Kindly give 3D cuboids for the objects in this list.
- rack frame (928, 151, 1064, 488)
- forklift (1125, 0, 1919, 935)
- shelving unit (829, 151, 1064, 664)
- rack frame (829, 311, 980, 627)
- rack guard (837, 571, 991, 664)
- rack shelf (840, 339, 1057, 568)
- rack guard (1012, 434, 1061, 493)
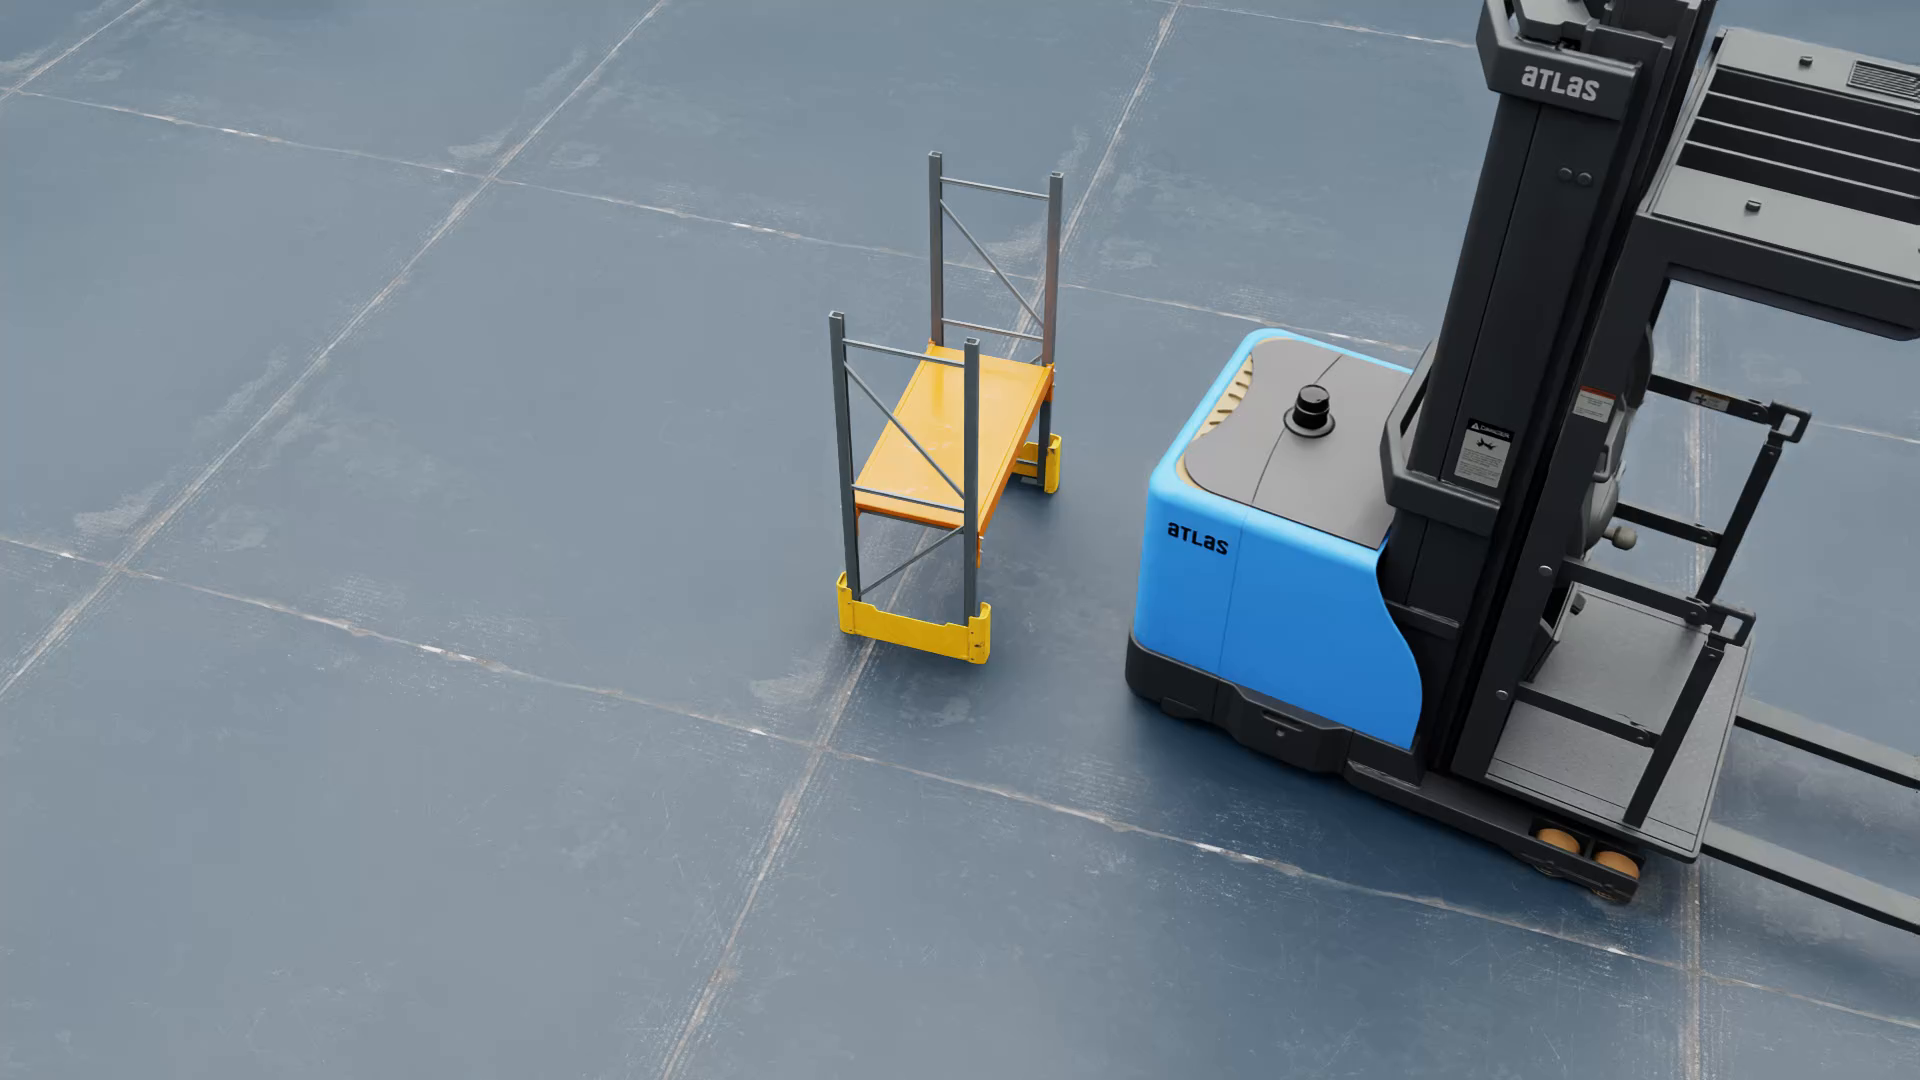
[{"bbox_3d":[0.128,-0.818,6.514,0.500,1.500,0.032,13,46,13],"label":"rack frame"},{"bbox_3d":[2.151,-0.282,4.942,3.031,2.935,1.130,21,48,20],"label":"forklift"},{"bbox_3d":[-0.023,-0.485,6.174,0.587,1.500,1.083,13,46,13],"label":"shelving unit"},{"bbox_3d":[-0.180,-0.140,5.821,0.500,1.500,0.032,13,46,13],"label":"rack frame"},{"bbox_3d":[-0.174,0.293,6.271,0.587,0.250,0.087,13,46,13],"label":"rack guard"},{"bbox_3d":[-0.026,-0.351,6.293,0.538,0.185,1.000,13,46,13],"label":"rack shelf"},{"bbox_3d":[0.128,-0.370,6.950,0.587,0.250,0.087,13,46,13],"label":"rack guard"}]
